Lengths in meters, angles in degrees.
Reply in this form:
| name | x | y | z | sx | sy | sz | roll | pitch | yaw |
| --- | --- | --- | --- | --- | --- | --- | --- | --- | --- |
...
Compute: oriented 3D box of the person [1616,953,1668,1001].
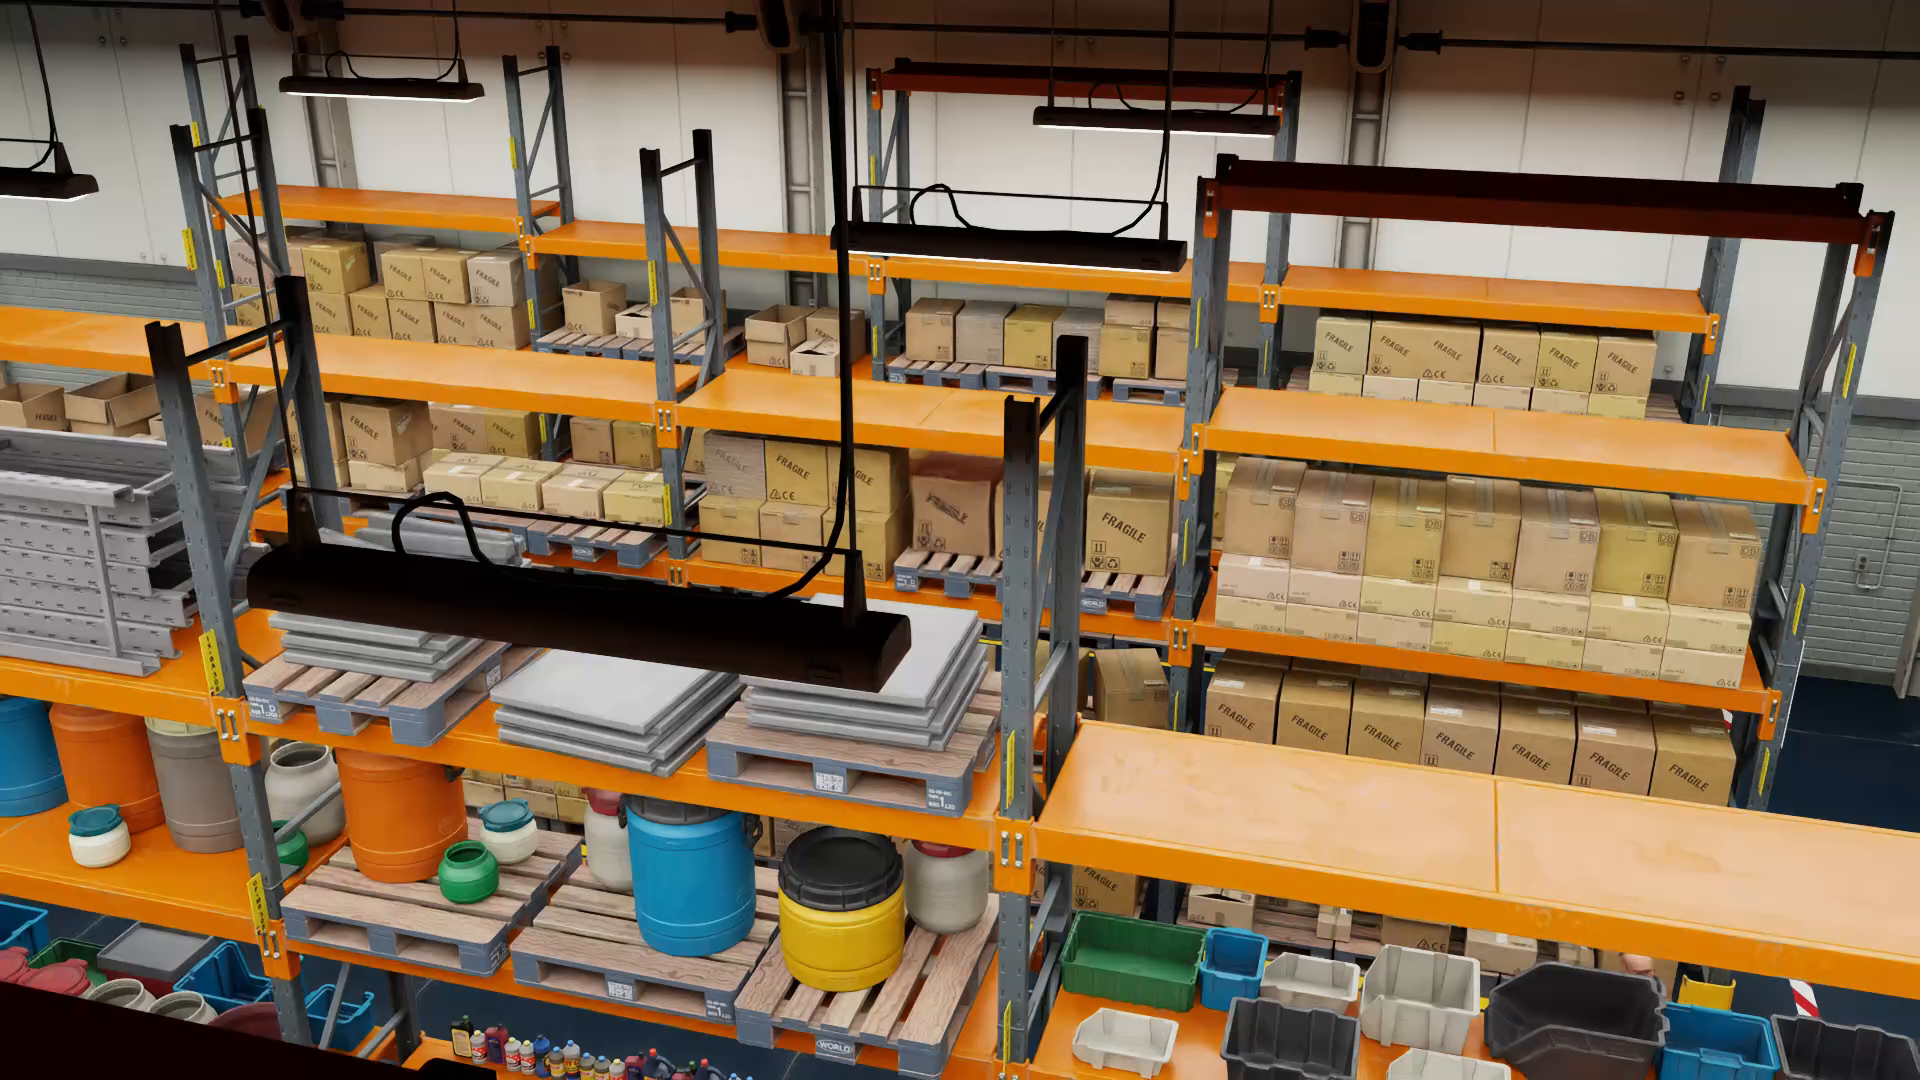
| name | x | y | z | sx | sy | sz | roll | pitch | yaw |
| --- | --- | --- | --- | --- | --- | --- | --- | --- | --- |
| person | 4.152 | 3.290 | 10.600 | 0.594 | 1.710 | 0.687 | -3 | 23 | -6 |
